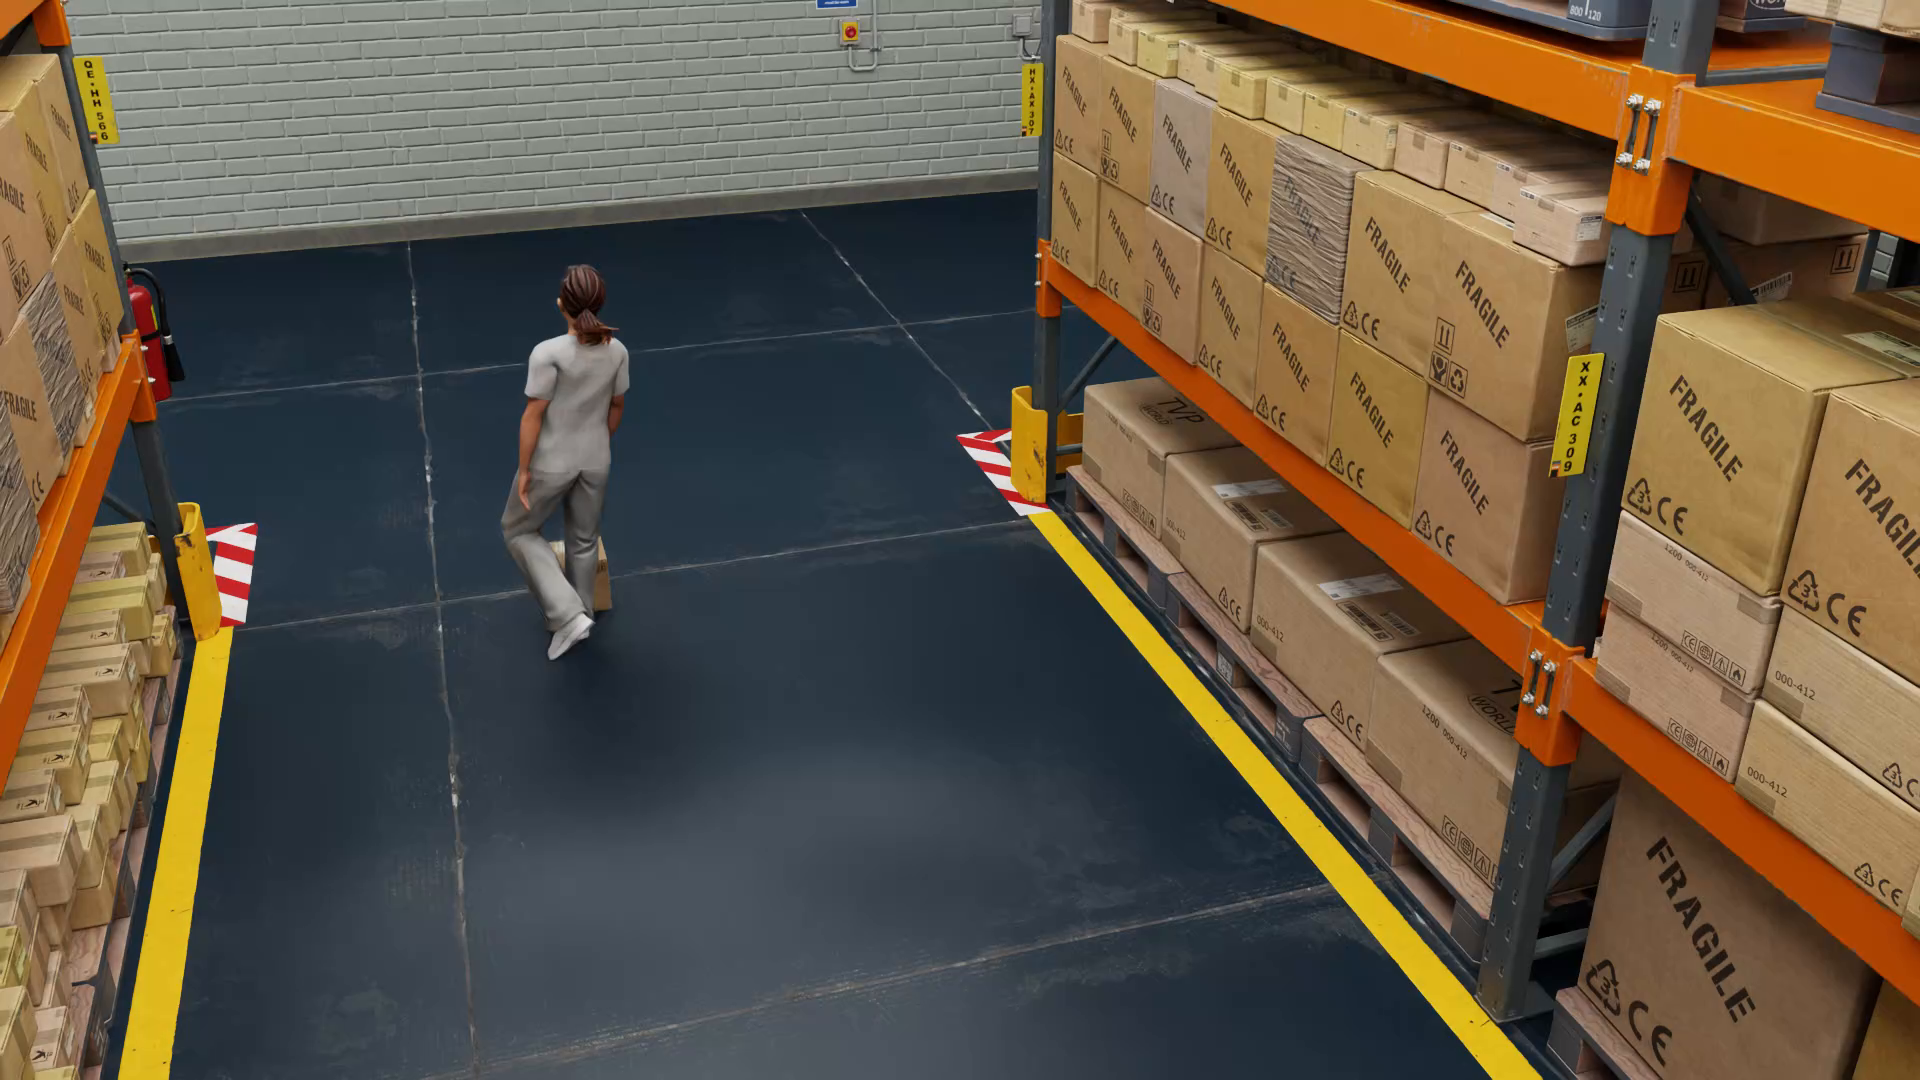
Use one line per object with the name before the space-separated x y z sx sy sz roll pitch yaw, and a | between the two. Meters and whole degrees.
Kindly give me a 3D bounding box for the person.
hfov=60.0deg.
person | -1.597 -0.317 6.734 0.536 1.665 0.592 -18 32 -32
